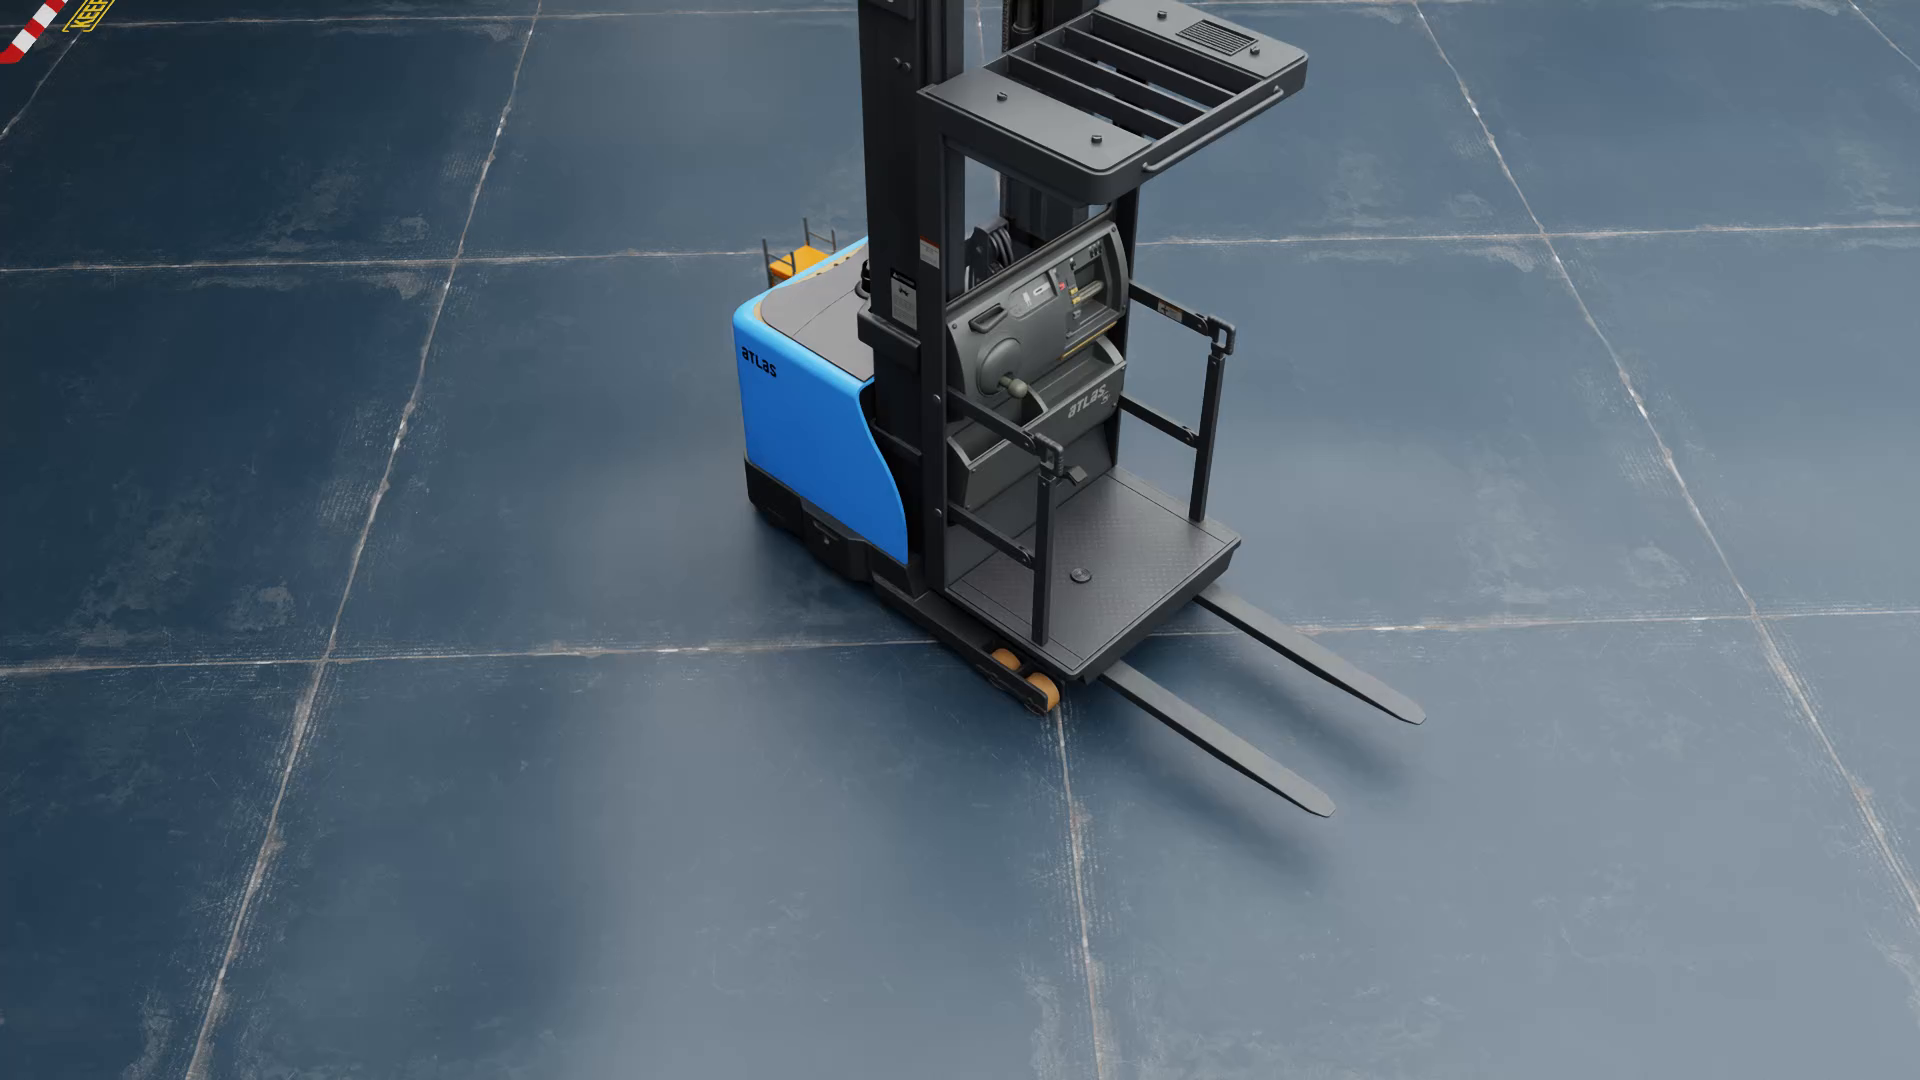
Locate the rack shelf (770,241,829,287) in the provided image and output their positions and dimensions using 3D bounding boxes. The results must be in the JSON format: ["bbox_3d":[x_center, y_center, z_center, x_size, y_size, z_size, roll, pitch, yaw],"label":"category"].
[{"bbox_3d":[-0.695,-1.149,7.461,0.215,0.259,0.240,29,50,34],"label":"rack shelf"}]

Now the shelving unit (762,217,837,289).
[{"bbox_3d":[-0.680,-0.938,7.635,0.215,1.050,0.252,29,50,34],"label":"shelving unit"}]

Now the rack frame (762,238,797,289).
[{"bbox_3d":[-0.763,-0.878,7.569,0.200,1.050,0.008,29,50,34],"label":"rack frame"}]

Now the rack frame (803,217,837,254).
[{"bbox_3d":[-0.596,-0.998,7.700,0.200,1.050,0.008,29,50,34],"label":"rack frame"}]

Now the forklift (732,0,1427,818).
[{"bbox_3d":[0.456,-0.787,6.089,3.031,2.935,1.130,33,52,31],"label":"forklift"}]
